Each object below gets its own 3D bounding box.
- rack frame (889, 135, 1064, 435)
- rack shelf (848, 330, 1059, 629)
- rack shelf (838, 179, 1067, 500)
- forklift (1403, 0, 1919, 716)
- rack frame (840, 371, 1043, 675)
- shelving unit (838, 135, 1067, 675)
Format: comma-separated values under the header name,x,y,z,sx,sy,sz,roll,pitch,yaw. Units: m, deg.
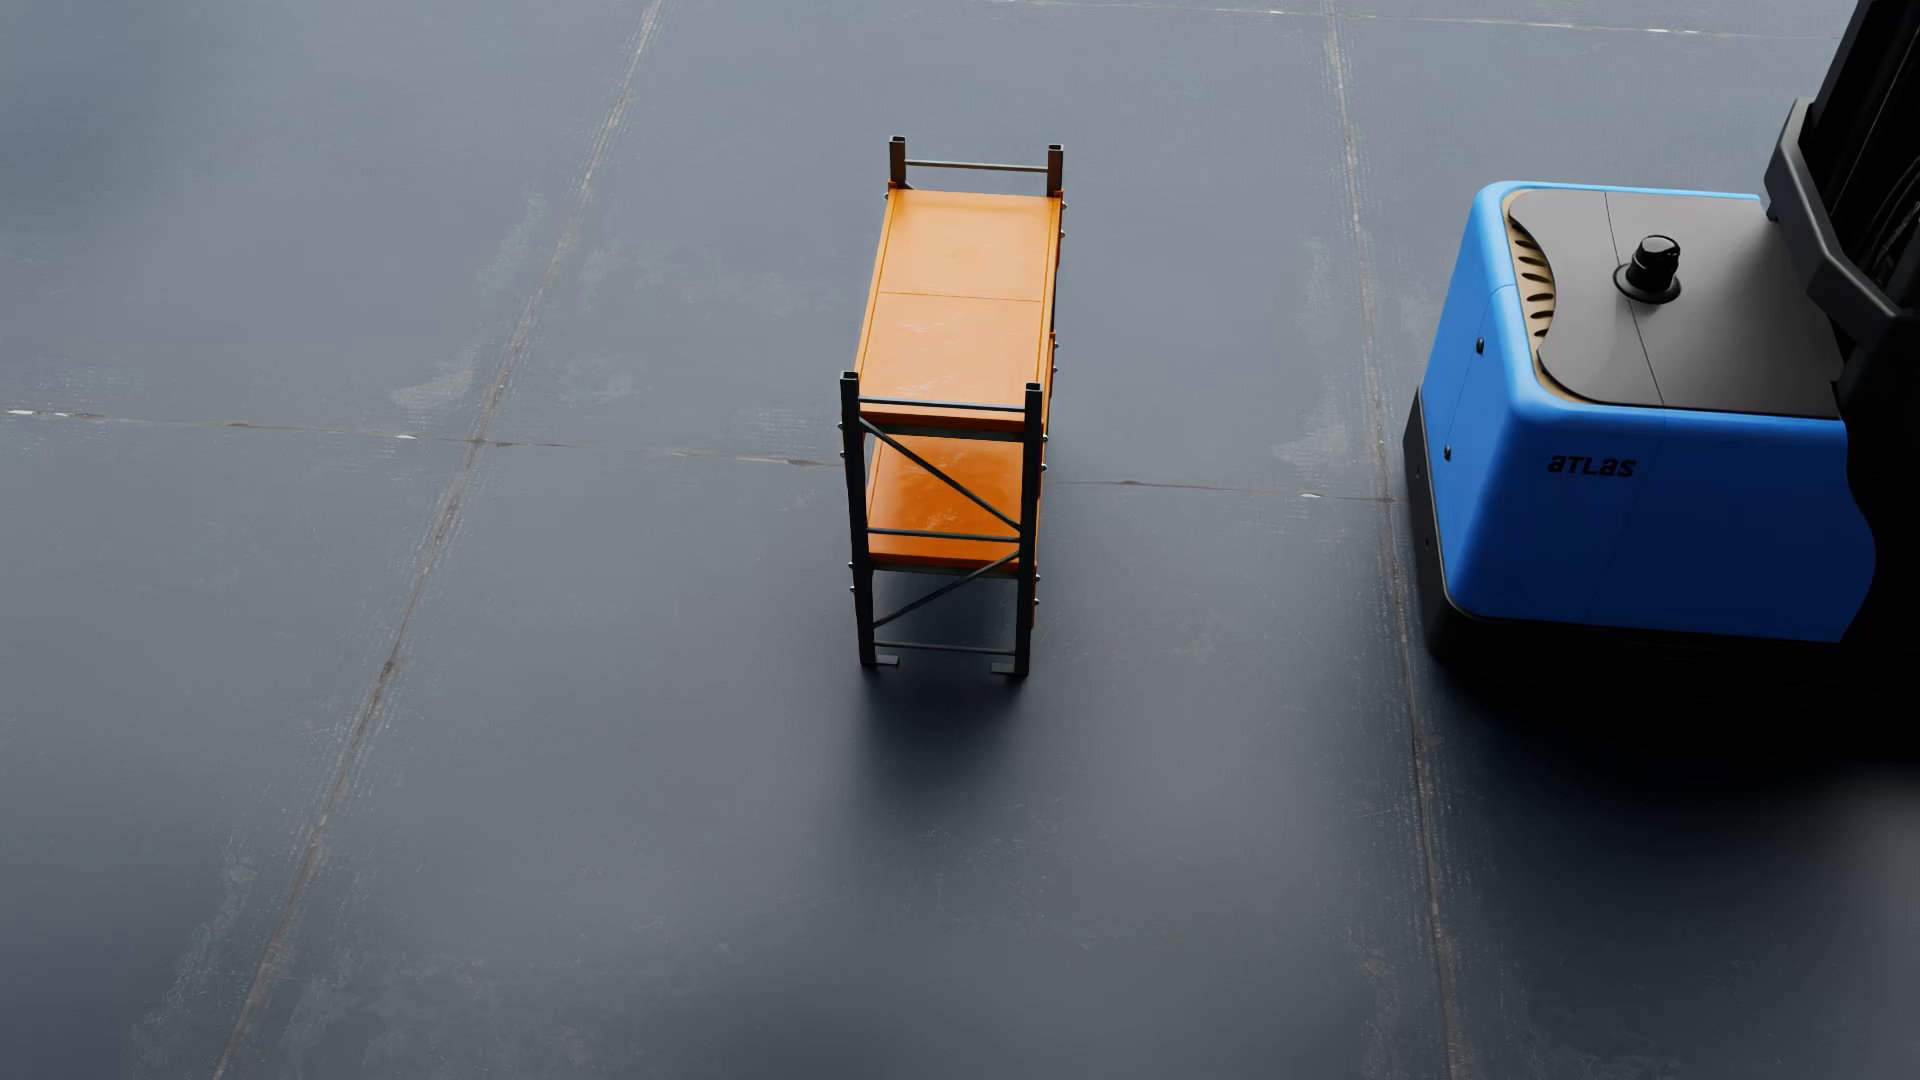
name,x,y,z,sx,sy,sz,roll,pitch,yaw
rack frame,0.047,-0.758,5.181,0.500,1.125,0.032,4,48,4
rack shelf,0.001,-0.220,5.020,0.538,0.278,1.000,4,48,4
rack shelf,0.001,-0.582,4.623,0.538,0.278,1.000,4,48,4
forklift,2.915,-0.838,4.030,3.031,2.935,1.130,4,48,4
rack frame,-0.046,-0.011,4.498,0.500,1.125,0.032,4,48,4
shelving unit,0.001,-0.385,4.839,0.538,1.125,1.048,4,48,4
